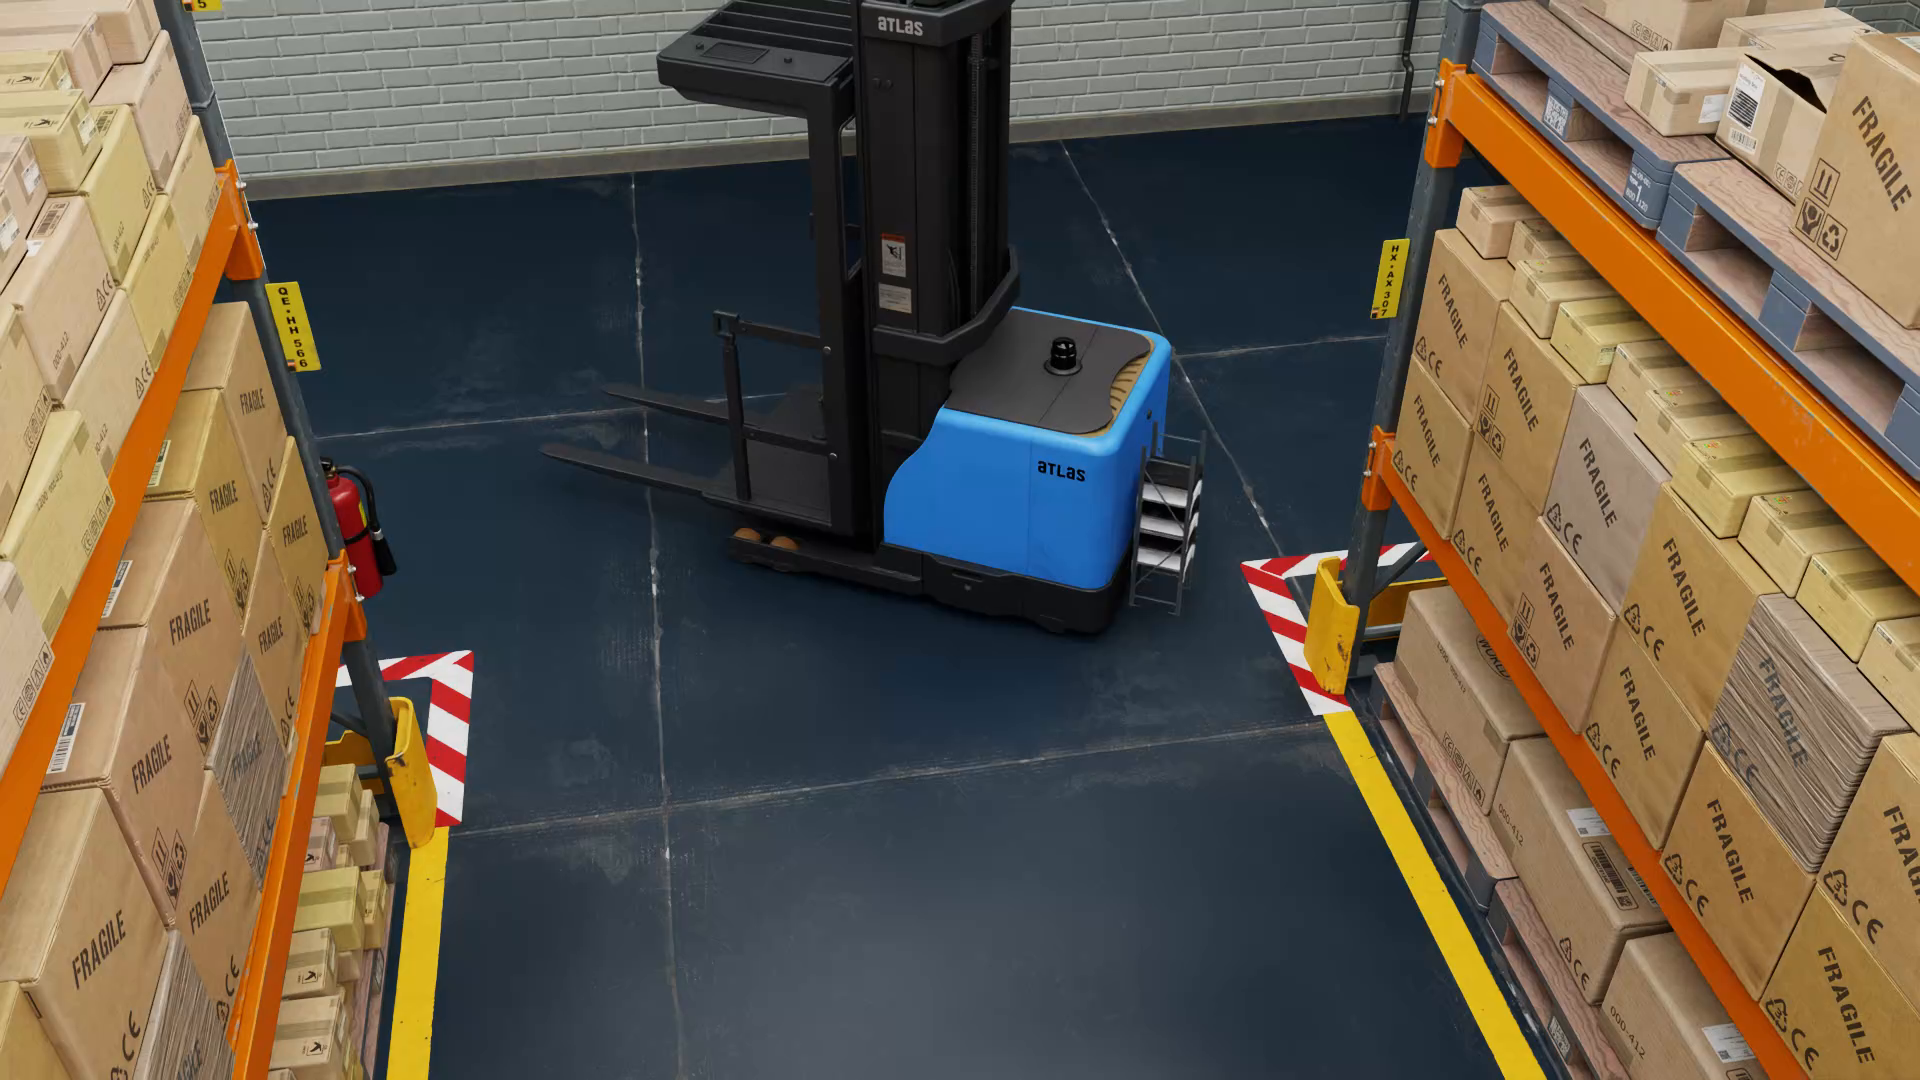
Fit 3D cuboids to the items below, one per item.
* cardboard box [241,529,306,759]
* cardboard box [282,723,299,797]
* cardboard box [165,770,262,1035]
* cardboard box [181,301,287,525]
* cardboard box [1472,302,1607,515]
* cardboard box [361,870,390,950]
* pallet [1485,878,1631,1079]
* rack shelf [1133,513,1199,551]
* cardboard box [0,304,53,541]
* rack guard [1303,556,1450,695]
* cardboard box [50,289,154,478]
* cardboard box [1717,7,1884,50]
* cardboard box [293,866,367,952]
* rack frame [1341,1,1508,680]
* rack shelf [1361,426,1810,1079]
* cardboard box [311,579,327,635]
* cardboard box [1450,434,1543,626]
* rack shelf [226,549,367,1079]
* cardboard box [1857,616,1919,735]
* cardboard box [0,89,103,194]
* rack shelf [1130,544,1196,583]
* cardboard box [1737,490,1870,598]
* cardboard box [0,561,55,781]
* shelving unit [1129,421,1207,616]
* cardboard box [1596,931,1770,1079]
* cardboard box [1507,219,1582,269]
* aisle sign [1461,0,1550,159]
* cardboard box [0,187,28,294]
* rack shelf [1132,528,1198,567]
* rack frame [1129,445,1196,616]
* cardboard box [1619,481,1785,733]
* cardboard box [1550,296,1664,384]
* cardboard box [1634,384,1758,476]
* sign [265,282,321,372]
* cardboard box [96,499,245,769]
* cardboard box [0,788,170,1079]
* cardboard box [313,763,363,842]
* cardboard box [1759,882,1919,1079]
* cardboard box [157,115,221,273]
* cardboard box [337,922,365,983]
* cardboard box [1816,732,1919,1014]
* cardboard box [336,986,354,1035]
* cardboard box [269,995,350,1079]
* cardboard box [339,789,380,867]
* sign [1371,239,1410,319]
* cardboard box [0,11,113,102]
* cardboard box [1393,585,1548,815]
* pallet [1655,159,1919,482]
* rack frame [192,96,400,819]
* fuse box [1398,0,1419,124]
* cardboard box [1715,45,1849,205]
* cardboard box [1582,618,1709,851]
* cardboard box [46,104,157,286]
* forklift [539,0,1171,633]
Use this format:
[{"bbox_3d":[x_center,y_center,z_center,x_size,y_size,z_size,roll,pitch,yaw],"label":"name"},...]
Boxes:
[{"bbox_3d":[-2.292,0.340,4.943,0.500,0.500,0.500,-7,38,-9],"label":"cardboard box"},{"bbox_3d":[-2.241,0.663,5.056,0.380,0.149,0.250,-5,38,-7],"label":"cardboard box"},{"bbox_3d":[-2.116,0.948,4.161,0.500,0.500,0.500,-4,38,-6],"label":"cardboard box"},{"bbox_3d":[-2.384,-0.360,5.030,0.500,0.500,0.500,-7,38,-9],"label":"cardboard box"},{"bbox_3d":[2.047,-0.454,5.393,0.500,0.500,0.500,-7,38,-9],"label":"cardboard box"},{"bbox_3d":[-2.267,1.342,5.959,0.380,0.149,0.250,-5,38,-7],"label":"cardboard box"},{"bbox_3d":[2.574,1.659,5.842,1.003,0.211,1.213,-6,38,-8],"label":"pallet"},{"bbox_3d":[0.936,-0.061,7.550,0.258,0.077,0.200,12,39,15],"label":"rack shelf"},{"bbox_3d":[-2.123,-0.206,3.239,0.500,0.250,0.500,-8,39,-10],"label":"cardboard box"},{"bbox_3d":[2.142,0.321,7.329,1.175,0.500,0.348,-6,38,-8],"label":"rack guard"},{"bbox_3d":[-2.199,-0.329,3.805,0.500,0.250,0.500,-5,38,-6],"label":"cardboard box"},{"bbox_3d":[2.466,-1.435,4.889,0.380,0.149,0.250,-9,39,-11],"label":"cardboard box"},{"bbox_3d":[-2.209,1.260,5.579,0.380,0.149,0.250,-7,38,-9],"label":"cardboard box"},{"bbox_3d":[2.146,-0.652,6.544,1.000,3.000,0.127,-6,38,-8],"label":"rack frame"},{"bbox_3d":[2.497,0.841,5.209,1.077,0.370,4.000,-6,38,-8],"label":"rack shelf"},{"bbox_3d":[-2.374,0.208,5.642,0.380,0.149,0.250,-6,38,-8],"label":"cardboard box"},{"bbox_3d":[2.064,-0.068,5.711,0.500,0.500,0.500,-7,38,-9],"label":"cardboard box"},{"bbox_3d":[-2.359,1.434,4.446,1.077,0.370,4.000,-6,38,-8],"label":"rack shelf"},{"bbox_3d":[2.365,0.301,3.892,0.380,0.149,0.250,-7,38,-8],"label":"cardboard box"},{"bbox_3d":[-2.216,-0.907,3.817,0.380,0.149,0.250,-6,38,-7],"label":"cardboard box"},{"bbox_3d":[0.936,0.081,7.660,0.258,0.077,0.200,12,39,15],"label":"rack shelf"},{"bbox_3d":[2.260,-0.004,4.284,0.380,0.149,0.250,-6,38,-8],"label":"cardboard box"},{"bbox_3d":[-1.998,0.306,2.988,0.500,0.250,0.500,-5,38,-6],"label":"cardboard box"},{"bbox_3d":[0.936,-0.088,7.529,0.258,0.900,0.210,12,39,15],"label":"shelving unit"},{"bbox_3d":[2.686,1.679,5.290,0.875,0.438,0.875,-7,38,-9],"label":"cardboard box"},{"bbox_3d":[2.052,-0.947,5.499,0.380,0.149,0.250,-5,38,-7],"label":"cardboard box"},{"bbox_3d":[1.848,-1.690,5.762,0.394,0.787,0.004,-6,38,-8],"label":"aisle sign"},{"bbox_3d":[-2.168,-0.592,3.412,0.380,0.149,0.250,-5,38,-7],"label":"cardboard box"},{"bbox_3d":[0.936,0.010,7.605,0.258,0.077,0.200,12,39,15],"label":"rack shelf"},{"bbox_3d":[0.902,-0.029,7.454,0.240,0.900,0.006,12,39,15],"label":"rack frame"},{"bbox_3d":[2.234,0.157,4.606,0.500,0.500,0.500,-6,38,-8],"label":"cardboard box"},{"bbox_3d":[2.049,-0.621,5.079,0.380,0.149,0.250,-7,38,-9],"label":"cardboard box"},{"bbox_3d":[2.149,-0.313,4.682,0.380,0.149,0.250,-6,38,-8],"label":"cardboard box"},{"bbox_3d":[-2.160,-0.688,5.389,0.100,0.325,0.005,-6,38,-8],"label":"sign"},{"bbox_3d":[-2.195,0.259,4.233,0.500,0.500,0.500,-4,38,-6],"label":"cardboard box"},{"bbox_3d":[-2.011,0.888,3.423,0.500,0.500,0.500,-6,38,-7],"label":"cardboard box"},{"bbox_3d":[-2.367,0.959,5.967,0.380,0.149,0.250,-6,38,-7],"label":"cardboard box"},{"bbox_3d":[2.419,1.162,4.128,0.500,0.500,0.500,-7,38,-9],"label":"cardboard box"},{"bbox_3d":[-2.369,-0.937,4.589,0.500,0.250,0.500,-7,38,-9],"label":"cardboard box"},{"bbox_3d":[-2.243,1.386,5.660,0.380,0.149,0.250,-8,39,-10],"label":"cardboard box"},{"bbox_3d":[2.412,0.767,3.821,0.500,0.500,0.500,-7,38,-9],"label":"cardboard box"},{"bbox_3d":[-2.249,1.658,5.552,0.380,0.149,0.250,-6,38,-7],"label":"cardboard box"},{"bbox_3d":[-2.124,1.580,5.168,0.380,0.149,0.250,-5,38,-6],"label":"cardboard box"},{"bbox_3d":[-2.336,1.072,6.063,0.380,0.149,0.250,-7,38,-9],"label":"cardboard box"},{"bbox_3d":[1.599,-0.969,6.182,0.100,0.325,0.005,-6,38,-8],"label":"sign"},{"bbox_3d":[-2.394,-1.212,4.210,0.380,0.149,0.250,-6,38,-7],"label":"cardboard box"},{"bbox_3d":[2.360,0.582,6.702,0.875,0.438,0.875,-7,38,-9],"label":"cardboard box"},{"bbox_3d":[2.504,-0.616,4.125,1.003,0.211,1.213,-6,38,-8],"label":"pallet"},{"bbox_3d":[-2.709,-0.058,5.780,1.000,3.000,0.127,-6,38,-8],"label":"rack frame"},{"bbox_3d":[3.228,-3.684,11.497,0.539,1.711,0.414,-6,38,-8],"label":"fuse box"},{"bbox_3d":[2.359,-1.097,4.321,0.500,0.311,0.500,-6,38,-7],"label":"cardboard box"},{"bbox_3d":[2.240,0.542,4.926,0.500,0.500,0.500,-5,38,-6],"label":"cardboard box"},{"bbox_3d":[-2.287,-0.821,4.032,0.500,0.250,0.500,-7,38,-9],"label":"cardboard box"},{"bbox_3d":[-0.590,-1.295,7.427,3.031,2.935,1.130,13,40,16],"label":"forklift"}]
